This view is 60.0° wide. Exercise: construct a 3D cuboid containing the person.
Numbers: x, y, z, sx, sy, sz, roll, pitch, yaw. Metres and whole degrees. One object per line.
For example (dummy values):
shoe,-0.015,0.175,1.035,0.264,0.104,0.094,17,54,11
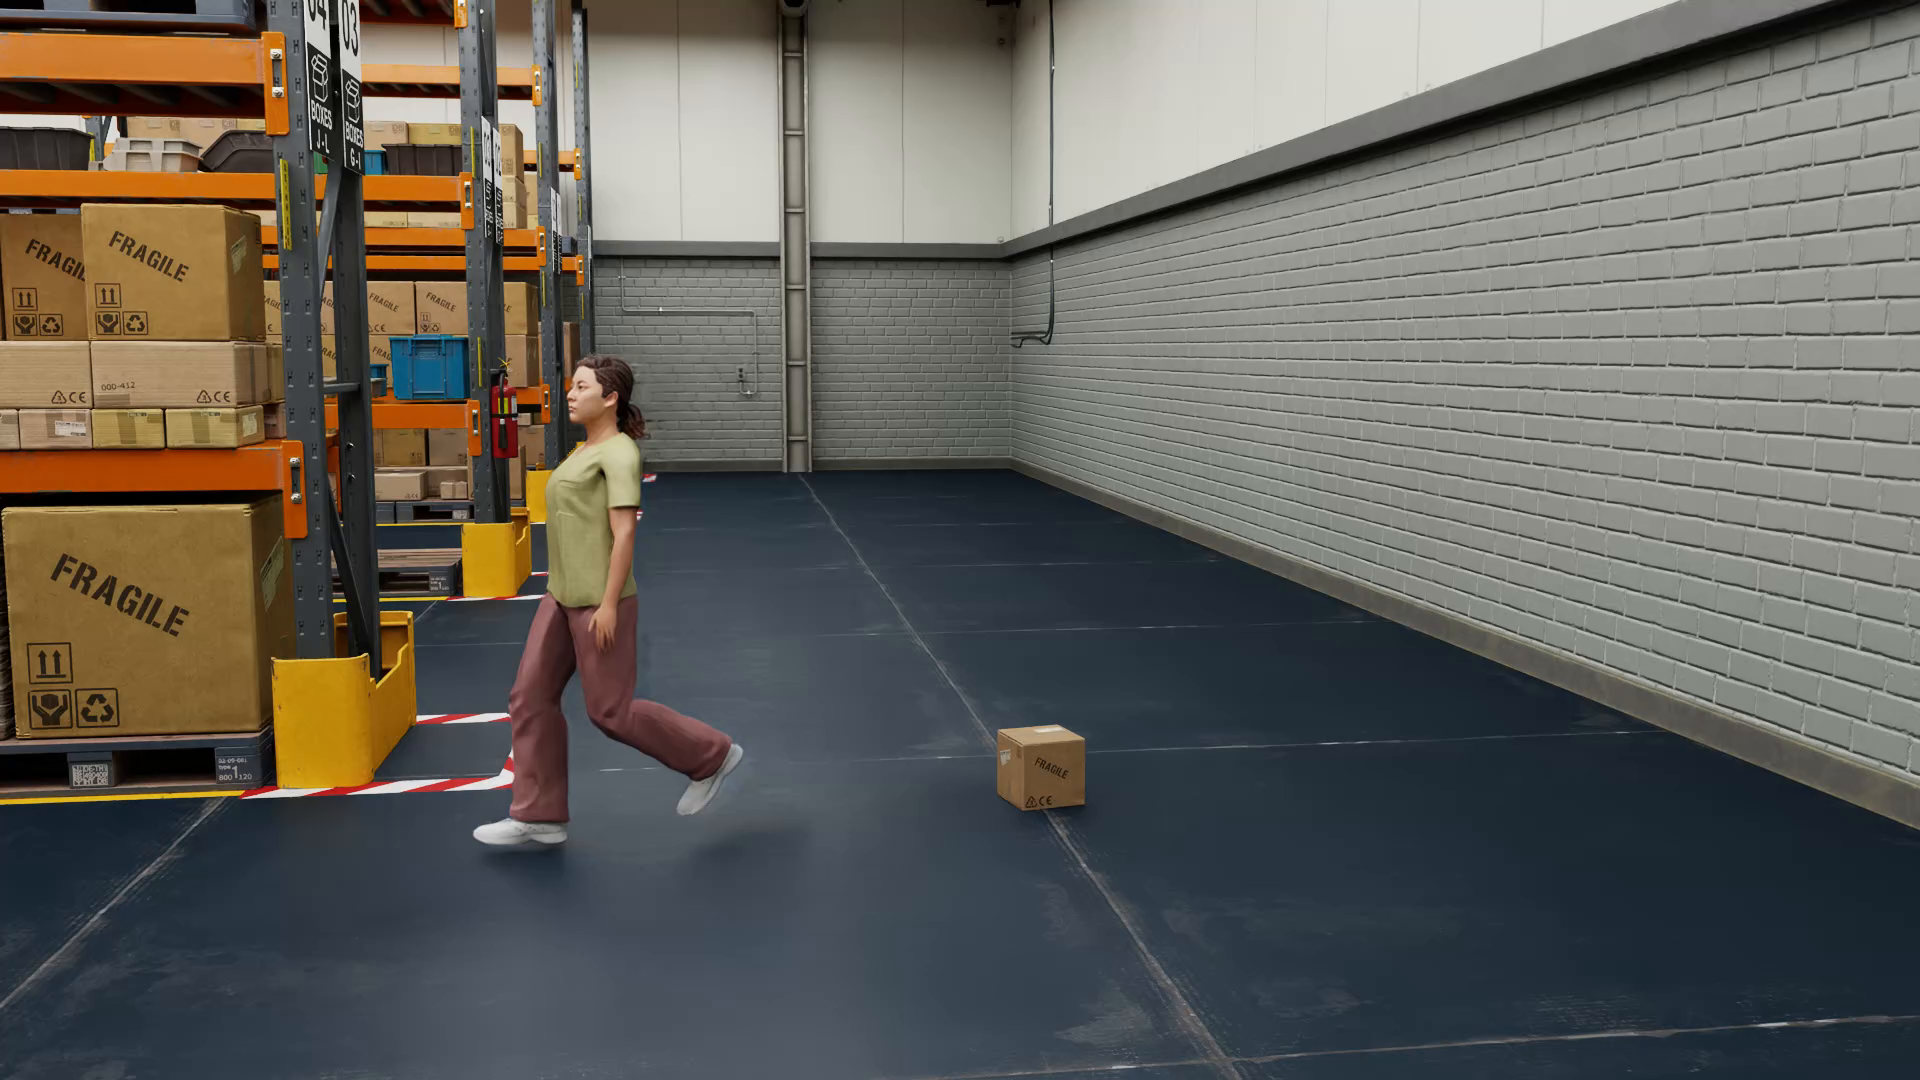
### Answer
person,-1.184,0.199,5.571,0.893,1.629,0.457,-4,8,-33
